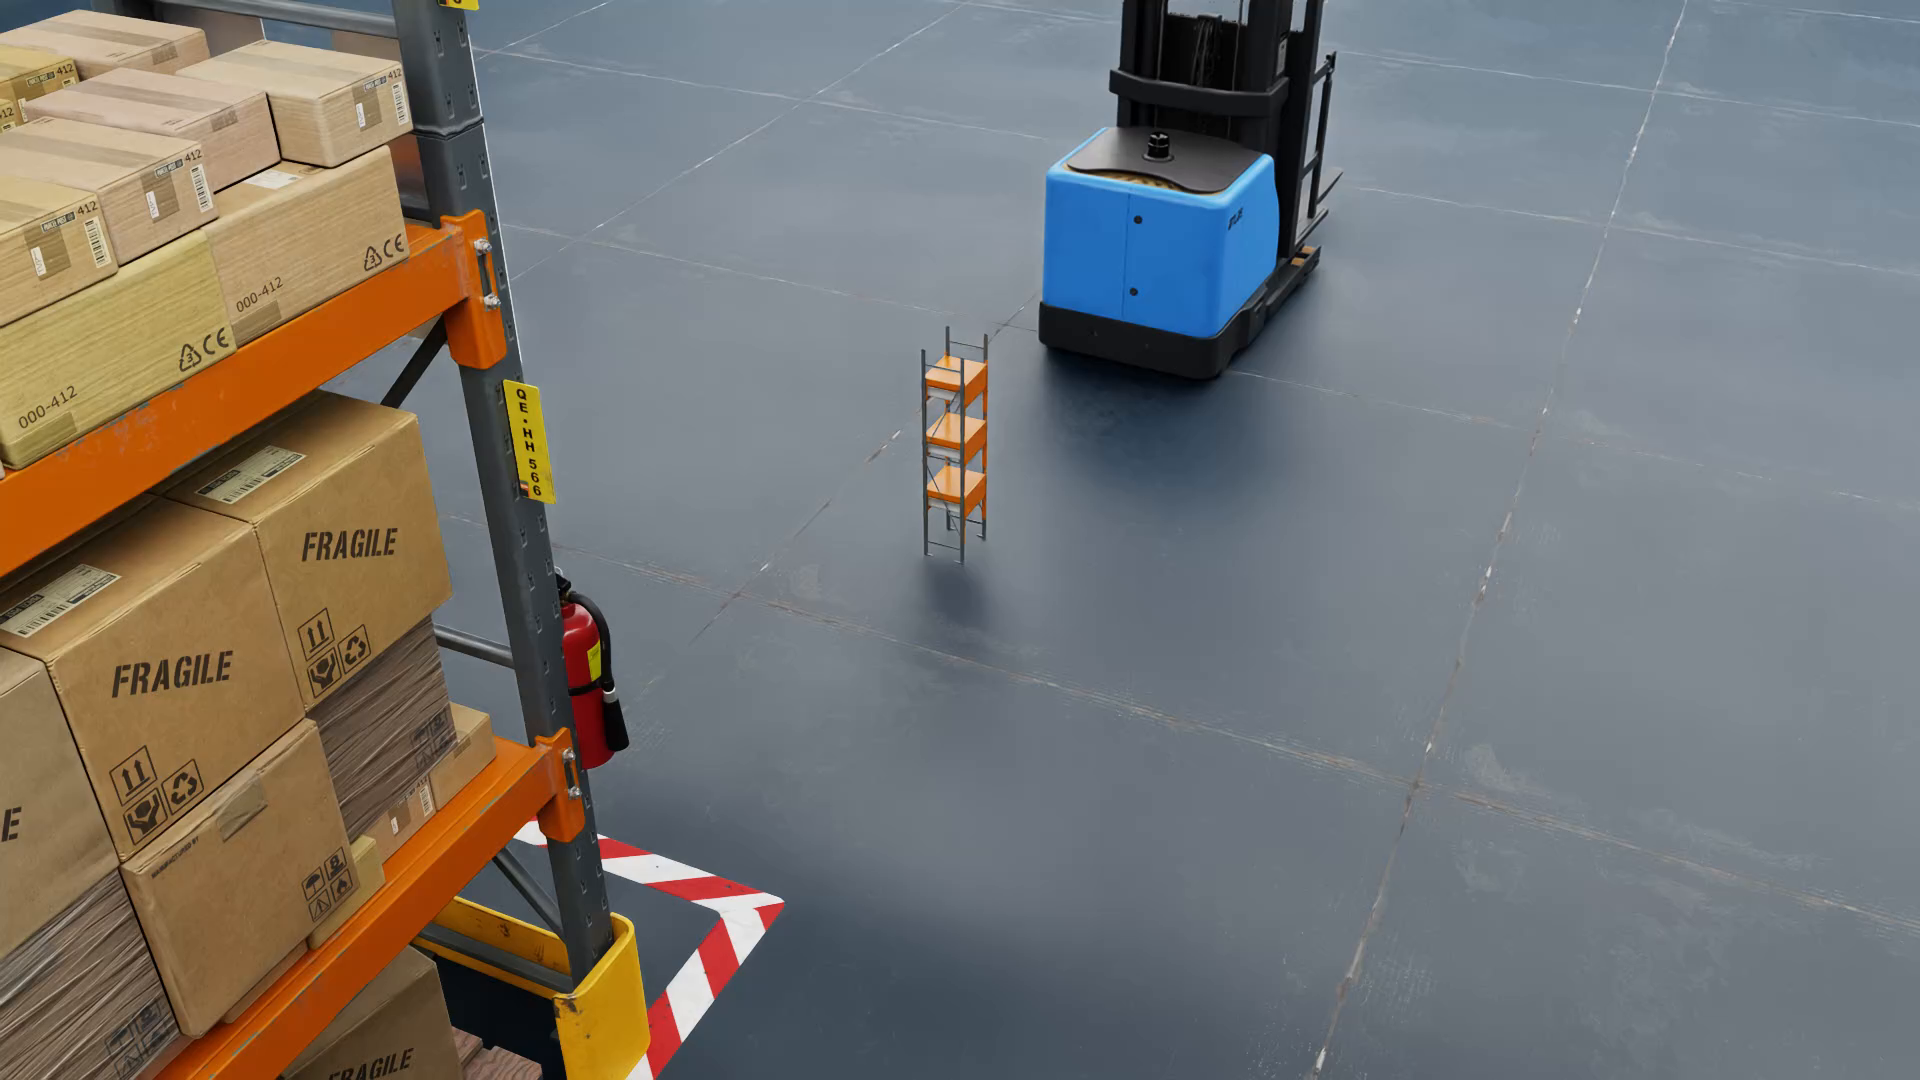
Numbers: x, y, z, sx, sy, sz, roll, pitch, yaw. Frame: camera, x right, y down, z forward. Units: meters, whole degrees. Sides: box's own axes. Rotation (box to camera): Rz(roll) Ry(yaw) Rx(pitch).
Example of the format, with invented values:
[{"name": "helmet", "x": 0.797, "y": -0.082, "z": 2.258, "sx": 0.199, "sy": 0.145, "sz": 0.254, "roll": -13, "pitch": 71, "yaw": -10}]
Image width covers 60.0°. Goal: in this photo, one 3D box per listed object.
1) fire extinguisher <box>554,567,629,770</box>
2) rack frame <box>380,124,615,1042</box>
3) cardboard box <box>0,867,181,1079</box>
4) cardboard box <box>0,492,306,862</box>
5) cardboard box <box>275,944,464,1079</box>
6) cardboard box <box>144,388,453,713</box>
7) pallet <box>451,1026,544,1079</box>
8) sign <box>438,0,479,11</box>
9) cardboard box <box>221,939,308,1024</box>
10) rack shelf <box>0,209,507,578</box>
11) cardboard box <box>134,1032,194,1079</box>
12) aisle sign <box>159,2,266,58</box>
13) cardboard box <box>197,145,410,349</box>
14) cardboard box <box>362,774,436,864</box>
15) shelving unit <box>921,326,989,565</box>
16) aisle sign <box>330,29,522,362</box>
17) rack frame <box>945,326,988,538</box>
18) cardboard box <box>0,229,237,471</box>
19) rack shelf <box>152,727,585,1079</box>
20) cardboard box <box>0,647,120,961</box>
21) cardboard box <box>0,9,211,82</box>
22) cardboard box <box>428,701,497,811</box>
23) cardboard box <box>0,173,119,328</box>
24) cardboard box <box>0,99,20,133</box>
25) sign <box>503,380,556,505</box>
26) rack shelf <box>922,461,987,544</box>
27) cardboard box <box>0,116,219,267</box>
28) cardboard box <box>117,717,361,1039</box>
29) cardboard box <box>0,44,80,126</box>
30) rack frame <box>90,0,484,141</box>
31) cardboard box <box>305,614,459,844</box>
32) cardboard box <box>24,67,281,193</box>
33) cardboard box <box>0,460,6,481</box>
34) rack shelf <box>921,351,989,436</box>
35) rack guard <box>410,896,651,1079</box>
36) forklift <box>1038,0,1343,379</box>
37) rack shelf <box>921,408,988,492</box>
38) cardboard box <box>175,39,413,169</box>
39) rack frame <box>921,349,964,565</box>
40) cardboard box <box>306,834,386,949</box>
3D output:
[{"name": "fire extinguisher", "x": -1.070, "y": 0.326, "z": 4.588, "sx": 0.296, "sy": 0.674, "sz": 0.183, "roll": 14, "pitch": 36, "yaw": 20}, {"name": "rack frame", "x": -1.537, "y": 0.245, "z": 4.641, "sx": 1.000, "sy": 3.000, "sz": 0.127, "roll": 14, "pitch": 36, "yaw": 20}, {"name": "cardboard box", "x": -2.141, "y": 0.862, "z": 3.338, "sx": 0.875, "sy": 0.500, "sz": 0.500, "roll": 14, "pitch": 36, "yaw": 20}, {"name": "cardboard box", "x": -1.746, "y": 0.241, "z": 3.372, "sx": 0.500, "sy": 0.500, "sz": 0.500, "roll": 14, "pitch": 36, "yaw": 20}, {"name": "cardboard box", "x": -1.813, "y": 1.422, "z": 4.743, "sx": 0.500, "sy": 0.500, "sz": 0.500, "roll": 21, "pitch": 39, "yaw": 29}, {"name": "cardboard box", "x": -1.543, "y": -0.009, "z": 3.754, "sx": 0.500, "sy": 0.500, "sz": 0.500, "roll": 14, "pitch": 36, "yaw": 20}, {"name": "pallet", "x": -1.941, "y": 1.845, "z": 4.743, "sx": 1.003, "sy": 0.211, "sz": 1.213, "roll": 14, "pitch": 36, "yaw": 20}, {"name": "sign", "x": -1.041, "y": -1.242, "z": 3.366, "sx": 0.100, "sy": 0.325, "sz": 0.005, "roll": 14, "pitch": 36, "yaw": 20}, {"name": "cardboard box", "x": -1.750, "y": 0.921, "z": 3.839, "sx": 0.380, "sy": 0.149, "sz": 0.250, "roll": 14, "pitch": 36, "yaw": 20}, {"name": "rack shelf", "x": -2.374, "y": 0.287, "z": 2.497, "sx": 1.077, "sy": 0.370, "sz": 4.000, "roll": 14, "pitch": 36, "yaw": 20}, {"name": "cardboard box", "x": -1.892, "y": 1.036, "z": 3.664, "sx": 0.380, "sy": 0.149, "sz": 0.250, "roll": 14, "pitch": 36, "yaw": 20}, {"name": "aisle sign", "x": -1.783, "y": -0.942, "z": 4.080, "sx": 0.394, "sy": 0.787, "sz": 0.004, "roll": 14, "pitch": 36, "yaw": 20}, {"name": "cardboard box", "x": -1.508, "y": -0.648, "z": 3.405, "sx": 0.500, "sy": 0.250, "sz": 0.500, "roll": 15, "pitch": 36, "yaw": 22}, {"name": "cardboard box", "x": -1.574, "y": 0.664, "z": 4.232, "sx": 0.380, "sy": 0.149, "sz": 0.250, "roll": 14, "pitch": 36, "yaw": 20}, {"name": "shelving unit", "x": -0.022, "y": -0.412, "z": 7.421, "sx": 0.215, "sy": 1.050, "sz": 0.252, "roll": 14, "pitch": 36, "yaw": 20}, {"name": "aisle sign", "x": -1.238, "y": -0.804, "z": 3.870, "sx": 0.394, "sy": 0.787, "sz": 0.004, "roll": 14, "pitch": 36, "yaw": 20}, {"name": "rack frame", "x": 0.029, "y": -0.473, "z": 7.514, "sx": 0.200, "sy": 1.050, "sz": 0.008, "roll": 14, "pitch": 36, "yaw": 20}, {"name": "cardboard box", "x": -1.714, "y": -0.399, "z": 3.024, "sx": 0.500, "sy": 0.250, "sz": 0.500, "roll": 14, "pitch": 36, "yaw": 21}, {"name": "rack shelf", "x": -2.374, "y": 1.542, "z": 3.319, "sx": 1.077, "sy": 0.370, "sz": 4.000, "roll": 14, "pitch": 36, "yaw": 20}, {"name": "cardboard box", "x": -1.958, "y": 0.490, "z": 2.993, "sx": 0.500, "sy": 0.500, "sz": 0.500, "roll": 14, "pitch": 36, "yaw": 20}, {"name": "cardboard box", "x": -1.862, "y": -1.029, "z": 3.622, "sx": 0.380, "sy": 0.149, "sz": 0.250, "roll": 14, "pitch": 36, "yaw": 20}, {"name": "cardboard box", "x": -1.469, "y": 0.539, "z": 4.421, "sx": 0.380, "sy": 0.149, "sz": 0.250, "roll": 14, "pitch": 36, "yaw": 20}, {"name": "cardboard box", "x": -1.683, "y": -0.509, "z": 2.828, "sx": 0.380, "sy": 0.149, "sz": 0.250, "roll": 14, "pitch": 36, "yaw": 21}, {"name": "cardboard box", "x": -2.052, "y": -0.768, "z": 3.224, "sx": 0.380, "sy": 0.149, "sz": 0.250, "roll": 14, "pitch": 36, "yaw": 20}, {"name": "sign", "x": -1.041, "y": -0.234, "z": 4.027, "sx": 0.100, "sy": 0.325, "sz": 0.005, "roll": 14, "pitch": 36, "yaw": 20}, {"name": "rack shelf", "x": -0.022, "y": -0.171, "z": 7.580, "sx": 0.215, "sy": 0.259, "sz": 0.240, "roll": 14, "pitch": 36, "yaw": 20}, {"name": "cardboard box", "x": -1.600, "y": -0.640, "z": 3.027, "sx": 0.380, "sy": 0.149, "sz": 0.250, "roll": 13, "pitch": 35, "yaw": 18}, {"name": "cardboard box", "x": -1.892, "y": 0.623, "z": 3.702, "sx": 0.875, "sy": 0.500, "sz": 0.500, "roll": 14, "pitch": 36, "yaw": 20}, {"name": "cardboard box", "x": -2.058, "y": -0.923, "z": 3.459, "sx": 0.380, "sy": 0.149, "sz": 0.250, "roll": 15, "pitch": 36, "yaw": 22}, {"name": "rack frame", "x": -1.537, "y": -2.264, "z": 2.996, "sx": 1.000, "sy": 3.000, "sz": 0.127, "roll": 14, "pitch": 36, "yaw": 20}, {"name": "cardboard box", "x": -1.792, "y": 0.346, "z": 4.124, "sx": 0.875, "sy": 0.500, "sz": 0.500, "roll": 14, "pitch": 36, "yaw": 20}, {"name": "cardboard box", "x": -1.585, "y": -0.801, "z": 3.274, "sx": 0.380, "sy": 0.149, "sz": 0.250, "roll": 13, "pitch": 35, "yaw": 19}, {"name": "cardboard box", "x": -1.936, "y": -0.146, "z": 2.638, "sx": 0.500, "sy": 0.250, "sz": 0.500, "roll": 15, "pitch": 36, "yaw": 22}, {"name": "rack shelf", "x": -0.022, "y": -0.641, "z": 7.272, "sx": 0.215, "sy": 0.259, "sz": 0.240, "roll": 14, "pitch": 36, "yaw": 20}, {"name": "rack guard", "x": -1.569, "y": 1.328, "z": 5.269, "sx": 1.175, "sy": 0.500, "sz": 0.348, "roll": 14, "pitch": 36, "yaw": 20}, {"name": "forklift", "x": 1.569, "y": -2.878, "z": 9.466, "sx": 1.130, "sy": 2.935, "sz": 3.031, "roll": 16, "pitch": 36, "yaw": 23}, {"name": "rack shelf", "x": -0.022, "y": -0.404, "z": 7.427, "sx": 0.215, "sy": 0.259, "sz": 0.240, "roll": 14, "pitch": 36, "yaw": 20}, {"name": "cardboard box", "x": -1.370, "y": -0.904, "z": 3.430, "sx": 0.380, "sy": 0.149, "sz": 0.250, "roll": 14, "pitch": 36, "yaw": 20}, {"name": "rack frame", "x": -0.073, "y": -0.352, "z": 7.329, "sx": 0.200, "sy": 1.050, "sz": 0.008, "roll": 14, "pitch": 36, "yaw": 20}, {"name": "cardboard box", "x": -1.632, "y": 0.800, "z": 4.024, "sx": 0.380, "sy": 0.149, "sz": 0.250, "roll": 14, "pitch": 36, "yaw": 20}]
